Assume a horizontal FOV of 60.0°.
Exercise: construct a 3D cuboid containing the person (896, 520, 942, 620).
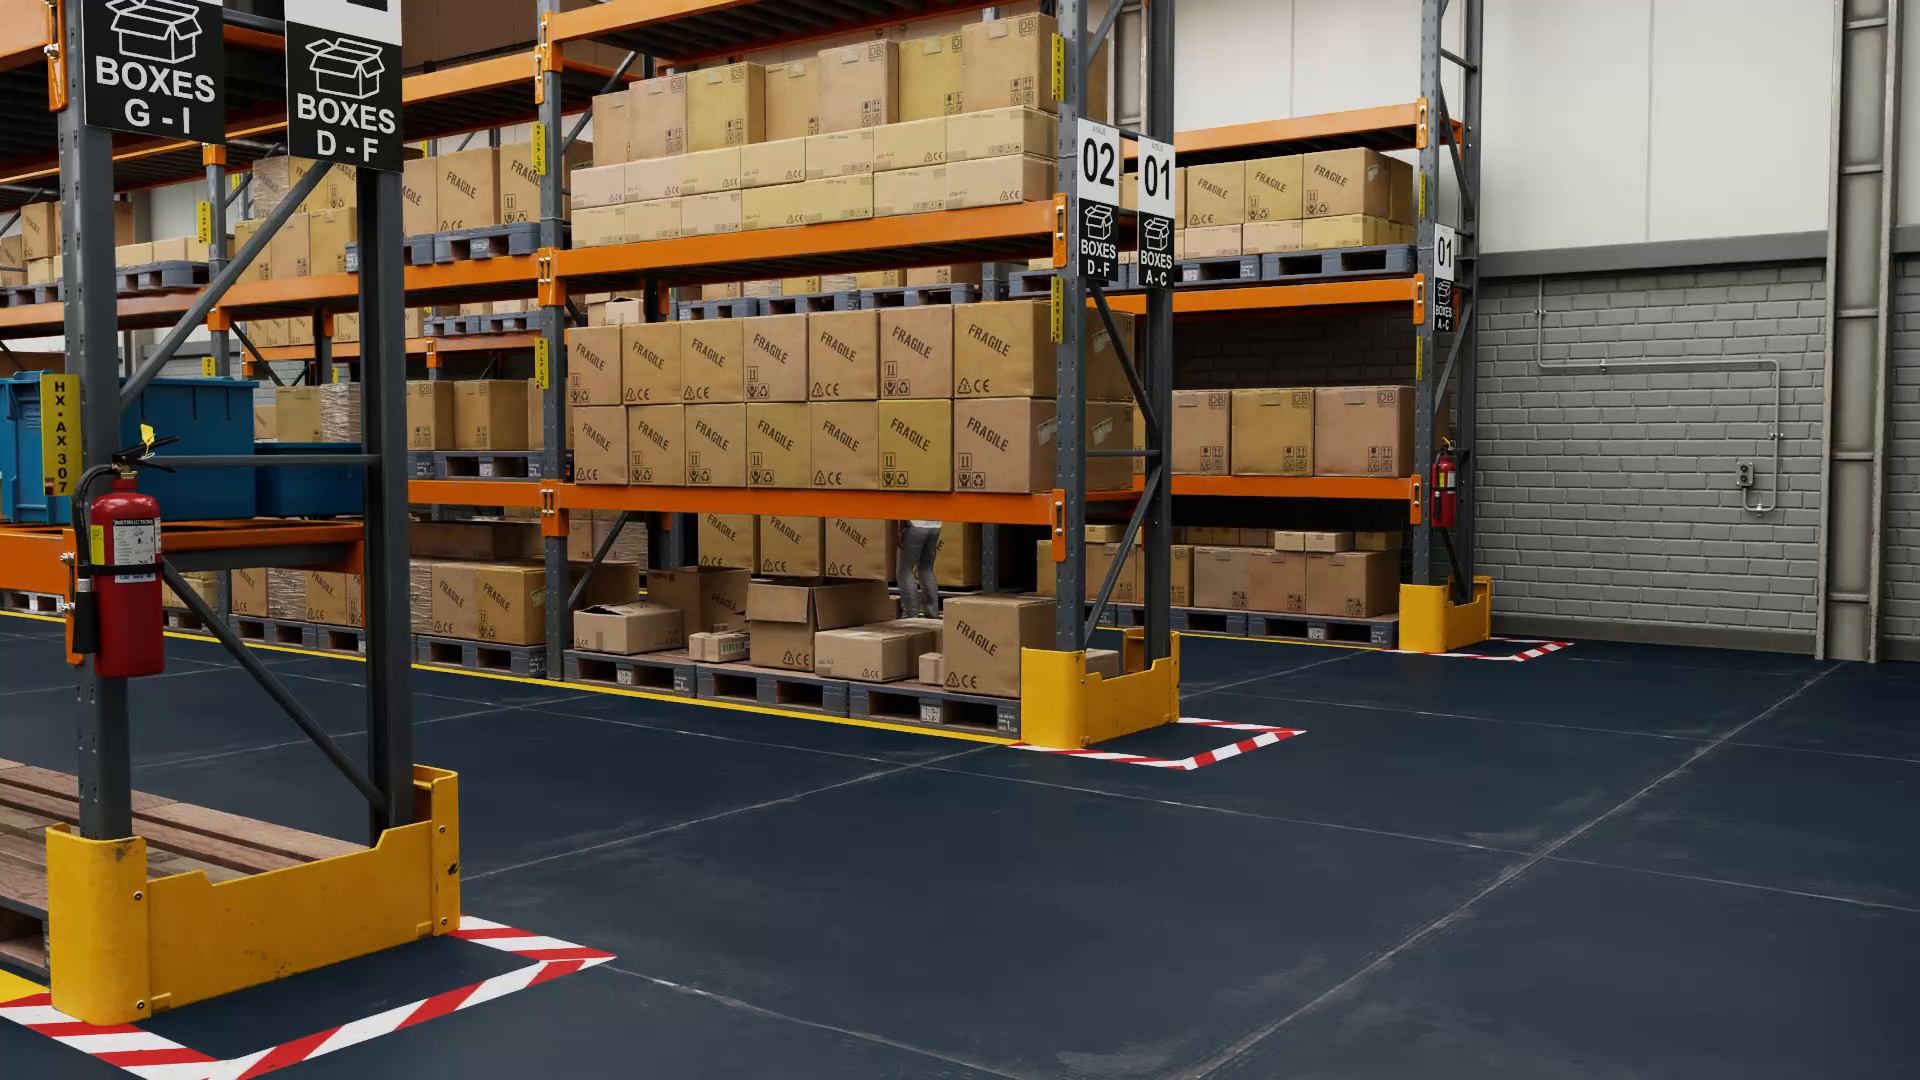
[{"bbox_3d":[-0.383,-0.075,14.097,0.417,1.642,0.513,2,4,33],"label":"person"}]
